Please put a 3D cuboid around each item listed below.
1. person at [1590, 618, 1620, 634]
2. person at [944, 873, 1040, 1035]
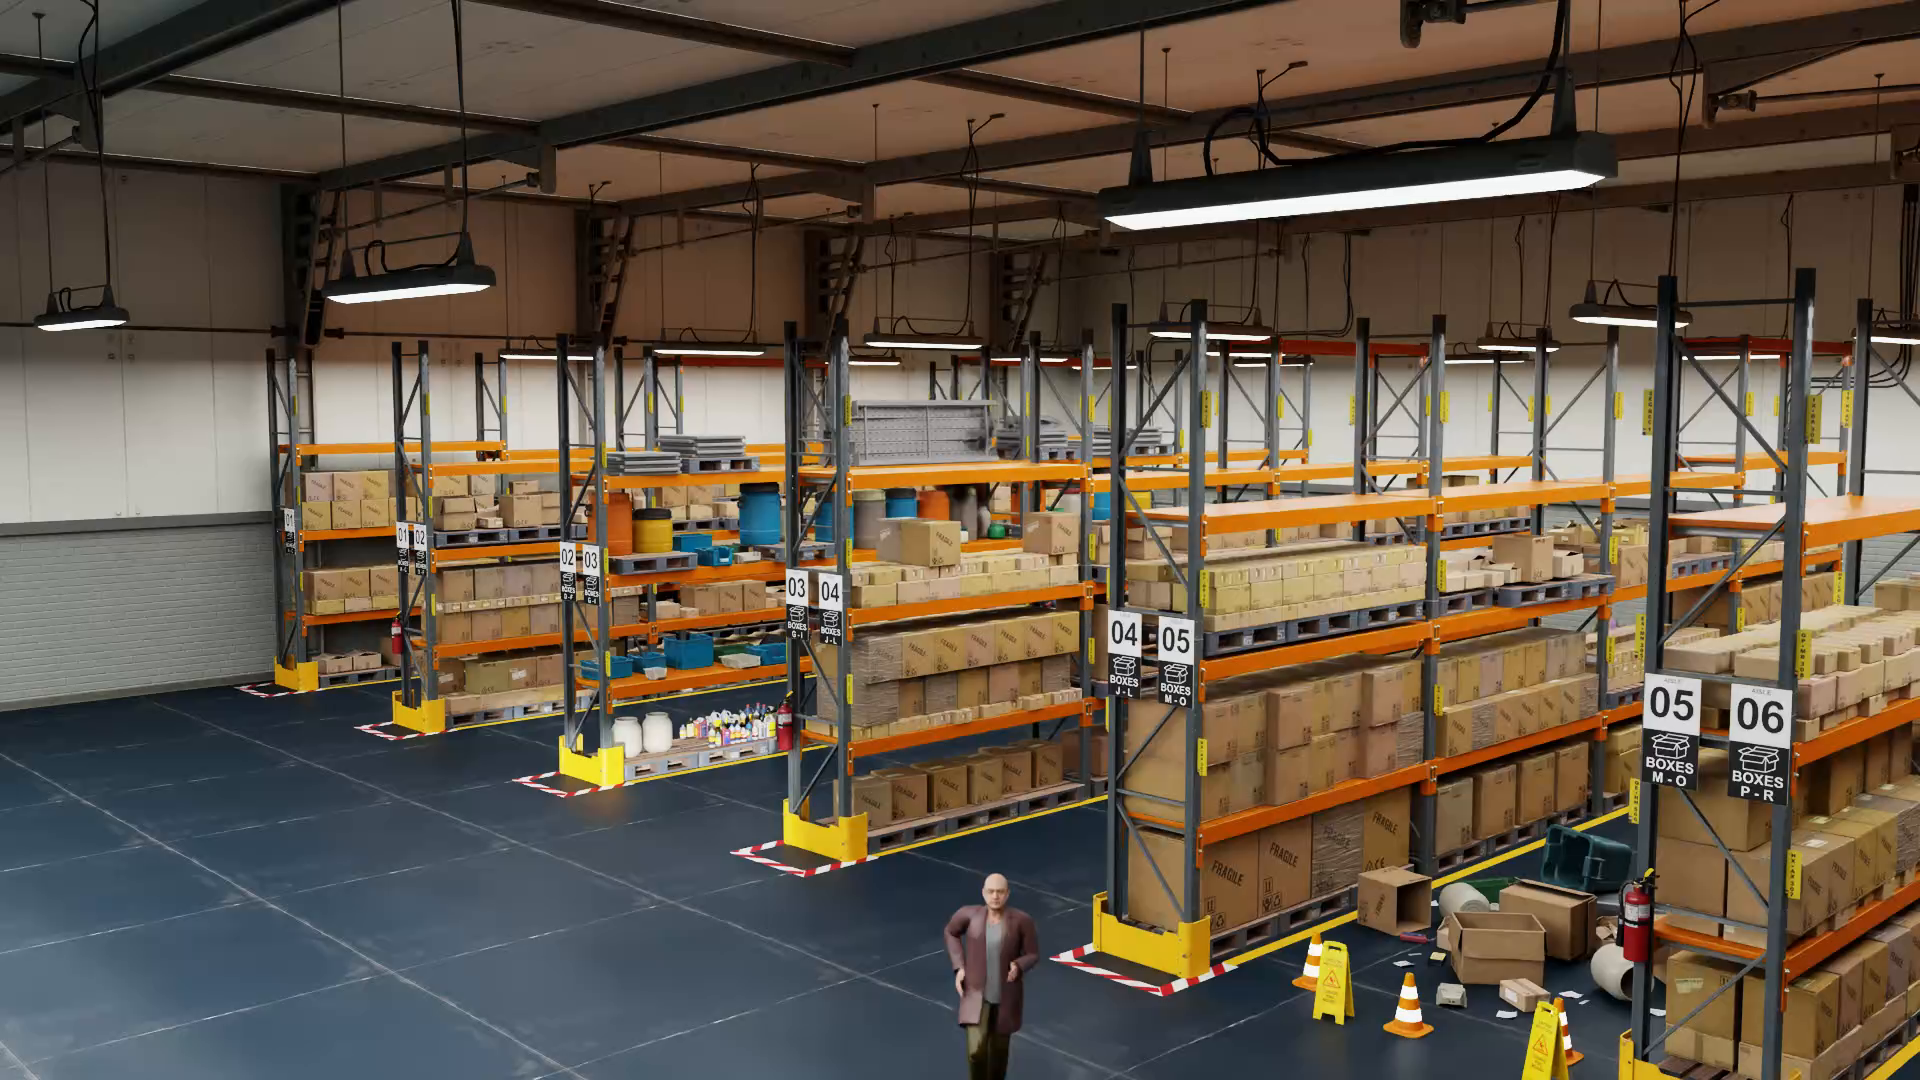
[{"bbox_3d":[11.250,1.918,28.898,0.598,1.512,0.763,0,5,3],"label":"person"},{"bbox_3d":[0.227,3.271,11.825,0.679,1.814,0.797,0,5,-1],"label":"person"}]
